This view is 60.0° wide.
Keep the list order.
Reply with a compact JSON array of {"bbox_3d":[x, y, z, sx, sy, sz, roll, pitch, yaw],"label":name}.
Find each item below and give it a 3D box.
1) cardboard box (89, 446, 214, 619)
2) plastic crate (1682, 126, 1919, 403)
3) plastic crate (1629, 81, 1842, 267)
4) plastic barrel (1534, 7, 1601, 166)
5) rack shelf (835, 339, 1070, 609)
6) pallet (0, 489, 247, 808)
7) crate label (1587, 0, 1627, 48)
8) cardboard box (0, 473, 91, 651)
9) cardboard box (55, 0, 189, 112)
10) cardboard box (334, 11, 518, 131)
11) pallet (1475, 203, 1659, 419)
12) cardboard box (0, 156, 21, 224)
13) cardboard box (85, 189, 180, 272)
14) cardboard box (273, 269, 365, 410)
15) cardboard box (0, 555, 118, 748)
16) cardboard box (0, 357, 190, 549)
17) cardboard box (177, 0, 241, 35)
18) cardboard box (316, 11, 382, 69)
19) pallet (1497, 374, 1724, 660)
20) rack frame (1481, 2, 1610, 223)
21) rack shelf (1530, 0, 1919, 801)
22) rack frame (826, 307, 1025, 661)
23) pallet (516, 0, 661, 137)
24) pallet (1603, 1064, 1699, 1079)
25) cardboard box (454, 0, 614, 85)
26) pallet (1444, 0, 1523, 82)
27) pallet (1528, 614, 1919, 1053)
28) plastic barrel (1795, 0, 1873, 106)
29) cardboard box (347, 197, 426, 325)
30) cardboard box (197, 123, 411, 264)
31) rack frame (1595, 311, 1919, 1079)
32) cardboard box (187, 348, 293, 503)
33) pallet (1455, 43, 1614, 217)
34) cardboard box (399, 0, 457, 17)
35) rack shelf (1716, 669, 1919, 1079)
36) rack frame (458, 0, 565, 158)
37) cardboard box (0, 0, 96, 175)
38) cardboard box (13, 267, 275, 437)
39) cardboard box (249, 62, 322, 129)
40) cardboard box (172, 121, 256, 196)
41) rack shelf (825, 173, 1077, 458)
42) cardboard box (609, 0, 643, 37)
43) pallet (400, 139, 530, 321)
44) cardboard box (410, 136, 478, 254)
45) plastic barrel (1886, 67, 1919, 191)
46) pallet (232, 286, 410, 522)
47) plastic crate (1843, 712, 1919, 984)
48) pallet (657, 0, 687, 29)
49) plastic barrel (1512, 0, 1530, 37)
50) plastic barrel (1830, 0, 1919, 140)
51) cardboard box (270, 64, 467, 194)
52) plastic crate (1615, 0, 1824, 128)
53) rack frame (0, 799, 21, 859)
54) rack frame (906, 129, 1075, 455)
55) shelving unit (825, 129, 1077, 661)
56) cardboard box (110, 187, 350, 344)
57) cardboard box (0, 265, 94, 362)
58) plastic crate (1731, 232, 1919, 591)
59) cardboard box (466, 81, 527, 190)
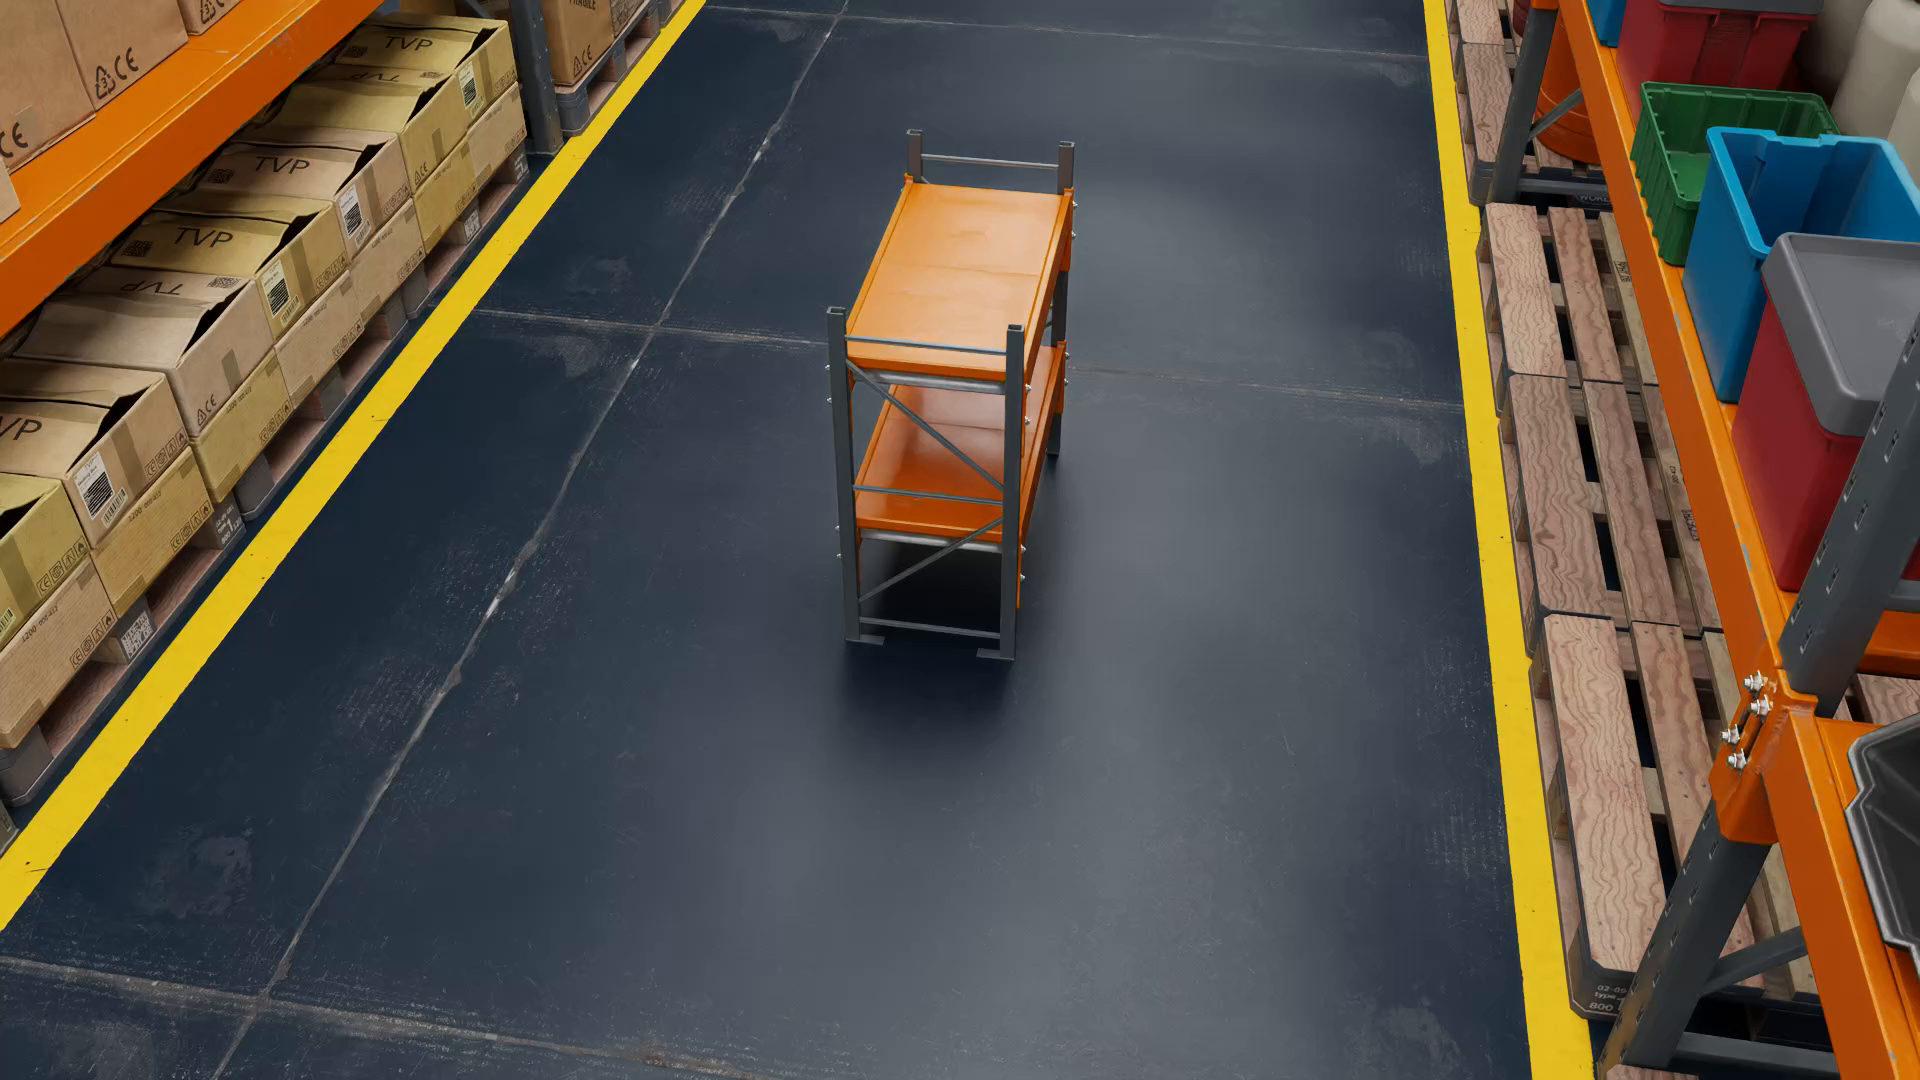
[{"bbox_3d":[-2.543,-0.058,4.794,0.500,0.250,0.500,7,40,9],"label":"cardboard box"},{"bbox_3d":[1.816,-0.581,3.611,0.392,0.384,0.575,6,40,8],"label":"plastic crate"},{"bbox_3d":[1.955,-0.903,4.155,0.450,0.188,0.662,6,40,8],"label":"plastic crate"},{"bbox_3d":[2.692,-2.005,6.695,0.600,0.830,0.708,6,40,8],"label":"plastic barrel"},{"bbox_3d":[0.001,-0.249,5.053,0.538,0.278,1.000,6,40,8],"label":"rack shelf"},{"bbox_3d":[-2.857,0.199,4.844,1.003,0.211,1.213,6,40,8],"label":"pallet"},{"bbox_3d":[2.186,-1.791,5.034,0.502,0.435,0.616,6,40,8],"label":"crate label"},{"bbox_3d":[-2.629,0.041,4.235,0.500,0.311,0.500,7,40,8],"label":"cardboard box"},{"bbox_3d":[-2.620,-1.573,4.720,0.500,0.500,0.500,6,40,8],"label":"cardboard box"},{"bbox_3d":[-2.102,-1.882,6.560,0.500,0.311,0.500,7,40,9],"label":"cardboard box"},{"bbox_3d":[2.452,-0.814,6.069,1.003,0.211,1.213,6,40,8],"label":"pallet"},{"bbox_3d":[-2.592,-0.846,4.116,0.380,0.149,0.250,6,40,8],"label":"cardboard box"},{"bbox_3d":[-2.895,-0.968,5.455,0.500,0.311,0.500,6,40,7],"label":"cardboard box"},{"bbox_3d":[-2.367,-0.702,5.574,0.500,0.250,0.500,7,40,9],"label":"cardboard box"},{"bbox_3d":[-2.633,0.263,4.406,0.500,0.250,0.500,5,40,7],"label":"cardboard box"},{"bbox_3d":[-2.538,-0.273,4.614,0.500,0.311,0.500,6,40,7],"label":"cardboard box"},{"bbox_3d":[-2.528,-1.903,5.120,0.500,0.500,0.500,4,40,5],"label":"cardboard box"},{"bbox_3d":[-2.634,-1.942,6.633,0.500,0.311,0.500,8,40,9],"label":"cardboard box"},{"bbox_3d":[2.238,-0.051,5.146,1.003,0.211,1.213,6,40,8],"label":"pallet"},{"bbox_3d":[2.624,-2.371,5.764,1.000,3.000,0.127,6,40,8],"label":"rack frame"},{"bbox_3d":[2.278,-0.839,4.475,1.077,0.370,4.000,6,40,8],"label":"rack shelf"},{"bbox_3d":[-0.087,-0.119,4.511,0.500,1.125,0.032,6,40,8],"label":"rack frame"},{"bbox_3d":[-2.088,-2.309,7.877,1.003,0.211,1.213,6,40,8],"label":"pallet"},{"bbox_3d":[1.774,1.631,3.112,1.003,0.211,1.213,6,40,8],"label":"pallet"},{"bbox_3d":[-1.894,-2.380,7.391,0.500,0.500,0.500,8,40,10],"label":"cardboard box"},{"bbox_3d":[2.933,-2.559,8.180,1.003,0.211,1.213,6,40,8],"label":"pallet"},{"bbox_3d":[2.029,0.717,4.217,1.003,0.211,1.213,6,40,8],"label":"pallet"},{"bbox_3d":[2.583,-1.481,4.599,0.421,0.512,0.421,0,40,0],"label":"plastic barrel"},{"bbox_3d":[-2.281,-1.025,5.965,0.500,0.250,0.500,7,40,9],"label":"cardboard box"},{"bbox_3d":[-2.276,-1.239,5.782,0.500,0.311,0.500,6,40,7],"label":"cardboard box"},{"bbox_3d":[1.932,0.139,2.728,1.000,3.000,0.127,6,40,8],"label":"rack frame"},{"bbox_3d":[-2.456,-0.383,5.188,0.500,0.250,0.500,5,40,6],"label":"cardboard box"},{"bbox_3d":[2.719,-1.796,7.256,1.003,0.211,1.213,6,40,8],"label":"pallet"},{"bbox_3d":[-2.324,-2.739,7.825,0.500,0.500,0.500,8,40,9],"label":"cardboard box"},{"bbox_3d":[1.586,1.672,1.439,1.077,0.370,4.000,6,40,8],"label":"rack shelf"},{"bbox_3d":[-2.254,-2.920,6.427,1.000,3.000,0.127,6,40,8],"label":"rack frame"},{"bbox_3d":[-2.706,-1.259,4.340,0.500,0.500,0.500,9,40,11],"label":"cardboard box"},{"bbox_3d":[-2.449,-0.598,5.007,0.500,0.311,0.500,5,40,6],"label":"cardboard box"},{"bbox_3d":[-2.717,-1.611,6.233,0.500,0.311,0.500,5,40,7],"label":"cardboard box"},{"bbox_3d":[-2.807,-1.291,5.846,0.500,0.311,0.500,5,40,6],"label":"cardboard box"},{"bbox_3d":[0.001,-0.663,4.710,0.538,0.278,1.000,6,40,8],"label":"rack shelf"},{"bbox_3d":[-1.809,-2.709,7.789,0.500,0.500,0.500,5,40,6],"label":"cardboard box"},{"bbox_3d":[-2.435,-1.333,6.696,1.003,0.211,1.213,6,40,8],"label":"pallet"},{"bbox_3d":[-2.191,-1.341,6.346,0.500,0.250,0.500,6,40,7],"label":"cardboard box"},{"bbox_3d":[2.440,-0.950,3.938,0.433,0.535,0.433,0,40,0],"label":"plastic barrel"},{"bbox_3d":[-2.648,-0.569,5.773,1.003,0.211,1.213,6,40,8],"label":"pallet"},{"bbox_3d":[1.716,0.478,2.367,0.767,0.338,0.504,6,40,8],"label":"plastic crate"},{"bbox_3d":[-1.874,-3.073,8.801,1.003,0.211,1.213,6,40,8],"label":"pallet"},{"bbox_3d":[2.887,-2.621,7.629,0.600,0.588,0.708,6,40,8],"label":"plastic barrel"},{"bbox_3d":[2.515,-1.221,4.267,0.433,0.535,0.433,0,40,0],"label":"plastic barrel"},{"bbox_3d":[-2.186,-1.555,6.165,0.500,0.311,0.500,6,40,7],"label":"cardboard box"},{"bbox_3d":[2.043,-1.415,4.558,0.402,0.464,0.583,6,40,8],"label":"plastic crate"},{"bbox_3d":[-2.946,-0.409,3.391,1.000,3.000,0.127,6,40,8],"label":"rack frame"},{"bbox_3d":[0.089,-0.757,5.283,0.500,1.125,0.032,6,40,8],"label":"rack frame"},{"bbox_3d":[0.001,-0.438,4.897,0.538,1.125,1.048,6,40,8],"label":"shelving unit"},{"bbox_3d":[-2.365,-0.924,5.402,0.500,0.311,0.500,7,40,9],"label":"cardboard box"},{"bbox_3d":[-2.986,-0.653,5.075,0.500,0.311,0.500,6,40,8],"label":"cardboard box"},{"bbox_3d":[1.714,-0.223,3.115,0.402,0.464,0.583,6,40,8],"label":"plastic crate"},{"bbox_3d":[-2.105,-1.665,6.738,0.500,0.250,0.500,7,40,9],"label":"cardboard box"}]
